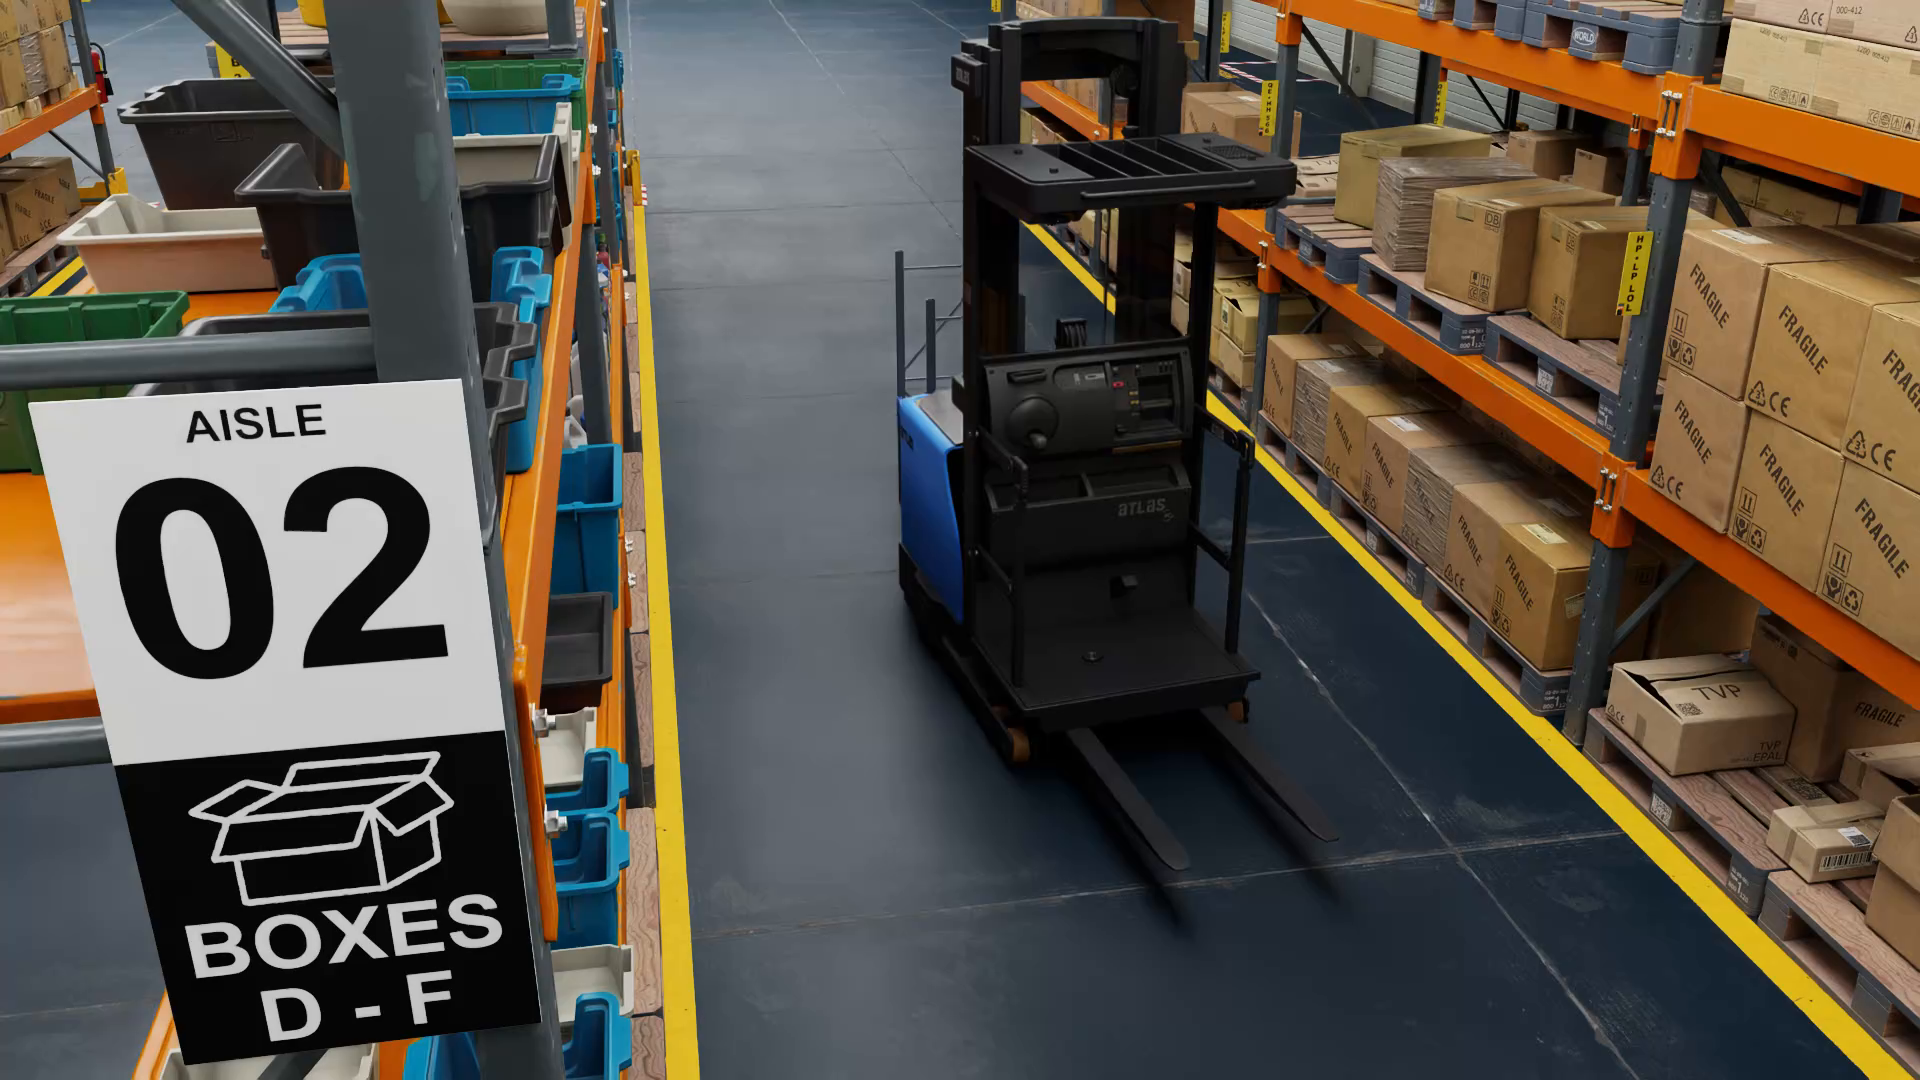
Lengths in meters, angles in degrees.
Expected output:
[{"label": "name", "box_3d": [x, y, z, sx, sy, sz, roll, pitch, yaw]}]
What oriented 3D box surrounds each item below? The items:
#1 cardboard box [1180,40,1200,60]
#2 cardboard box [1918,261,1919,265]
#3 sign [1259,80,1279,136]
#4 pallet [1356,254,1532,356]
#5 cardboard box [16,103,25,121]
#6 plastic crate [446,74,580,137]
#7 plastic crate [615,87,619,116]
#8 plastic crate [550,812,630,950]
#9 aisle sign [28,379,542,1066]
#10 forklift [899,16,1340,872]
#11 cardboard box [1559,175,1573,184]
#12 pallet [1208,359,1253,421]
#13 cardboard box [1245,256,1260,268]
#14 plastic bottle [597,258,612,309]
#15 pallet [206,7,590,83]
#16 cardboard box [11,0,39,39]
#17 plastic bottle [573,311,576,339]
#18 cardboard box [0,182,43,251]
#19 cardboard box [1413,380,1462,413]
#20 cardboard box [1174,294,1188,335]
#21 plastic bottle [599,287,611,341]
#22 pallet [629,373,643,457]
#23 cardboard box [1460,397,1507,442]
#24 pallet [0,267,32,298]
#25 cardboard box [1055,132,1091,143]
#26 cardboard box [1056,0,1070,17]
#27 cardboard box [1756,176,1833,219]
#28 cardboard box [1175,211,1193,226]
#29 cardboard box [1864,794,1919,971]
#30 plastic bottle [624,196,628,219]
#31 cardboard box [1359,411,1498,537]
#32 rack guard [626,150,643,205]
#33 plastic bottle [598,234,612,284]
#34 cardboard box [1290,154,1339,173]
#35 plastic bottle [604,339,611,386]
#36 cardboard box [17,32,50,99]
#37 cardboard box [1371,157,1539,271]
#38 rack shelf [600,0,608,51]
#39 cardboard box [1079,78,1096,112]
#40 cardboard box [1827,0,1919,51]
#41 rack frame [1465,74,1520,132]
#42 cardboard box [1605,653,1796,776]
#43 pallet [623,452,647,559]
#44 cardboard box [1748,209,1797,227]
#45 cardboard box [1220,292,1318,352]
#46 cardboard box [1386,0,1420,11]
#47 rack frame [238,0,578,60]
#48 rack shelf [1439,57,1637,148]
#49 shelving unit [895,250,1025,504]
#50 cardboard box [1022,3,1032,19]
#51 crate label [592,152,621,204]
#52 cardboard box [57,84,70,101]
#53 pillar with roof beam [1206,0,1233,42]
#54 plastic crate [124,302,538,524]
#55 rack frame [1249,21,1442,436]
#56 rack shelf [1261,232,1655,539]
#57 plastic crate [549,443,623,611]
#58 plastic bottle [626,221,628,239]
[{"label": "cardboard box", "box_3d": [1.802, -4.145, 14.059, 0.380, 0.149, 0.250, -4, 24, -10]}, {"label": "cardboard box", "box_3d": [3.586, -0.659, 5.636, 0.500, 0.500, 0.500, -5, 24, -11]}, {"label": "sign", "box_3d": [1.856, -2.597, 10.002, 0.100, 0.325, 0.005, -4, 24, -10]}, {"label": "pallet", "box_3d": [2.765, -1.256, 8.619, 1.003, 0.211, 1.213, -4, 24, -10]}, {"label": "cardboard box", "box_3d": [-8.200, -3.626, 14.119, 0.380, 0.149, 0.250, -4, 24, -10]}, {"label": "plastic crate", "box_3d": [-1.246, -1.134, 4.560, 0.416, 0.233, 0.300, -4, 24, -10]}, {"label": "plastic crate", "box_3d": [-3.181, -3.775, 14.410, 0.450, 0.188, 0.662, -4, 24, -10]}, {"label": "plastic crate", "box_3d": [-0.954, 0.813, 3.776, 0.416, 0.233, 0.300, -4, 24, -10]}, {"label": "aisle sign", "box_3d": [-0.683, 0.218, 1.755, 0.394, 0.787, 0.004, -4, 24, -10]}, {"label": "forklift", "box_3d": [0.626, -0.569, 6.890, 1.130, 2.935, 3.031, -7, 25, -16]}, {"label": "cardboard box", "box_3d": [6.253, -3.576, 16.703, 0.380, 0.149, 0.250, -6, 24, -14]}, {"label": "pallet", "box_3d": [2.287, -1.158, 11.637, 1.003, 0.211, 1.213, -4, 24, -10]}, {"label": "cardboard box", "box_3d": [2.395, -1.933, 12.138, 0.500, 0.311, 0.500, -5, 24, -11]}, {"label": "plastic bottle", "box_3d": [-1.891, -1.343, 8.739, 0.097, 0.271, 0.097, 0, 24, 0]}, {"label": "pallet", "box_3d": [-1.969, -1.760, 6.020, 1.213, 0.211, 1.003, -4, 24, -10]}, {"label": "cardboard box", "box_3d": [-8.282, -4.573, 14.227, 0.500, 0.500, 0.500, -4, 24, -10]}, {"label": "plastic bottle", "box_3d": [-1.870, -1.030, 8.006, 0.061, 0.283, 0.133, -4, 24, -10]}, {"label": "cardboard box", "box_3d": [-8.474, -2.844, 14.612, 0.500, 0.500, 0.500, -2, 24, -5]}, {"label": "cardboard box", "box_3d": [2.900, -0.611, 9.475, 0.500, 0.500, 0.500, -5, 24, -12]}, {"label": "cardboard box", "box_3d": [1.875, -1.631, 12.147, 0.500, 0.250, 0.500, -4, 24, -9]}, {"label": "plastic bottle", "box_3d": [-1.762, -1.113, 8.197, 0.061, 0.283, 0.133, -4, 24, -10]}, {"label": "pallet", "box_3d": [-2.573, -0.774, 10.757, 1.003, 0.211, 1.213, -4, 24, -10]}, {"label": "cardboard box", "box_3d": [3.013, -0.734, 8.820, 0.500, 0.250, 0.500, -5, 24, -11]}, {"label": "pallet", "box_3d": [-8.234, -1.934, 13.415, 1.003, 0.211, 1.213, -4, 24, -10]}, {"label": "cardboard box", "box_3d": [1.184, -3.519, 15.532, 0.500, 0.500, 0.500, -4, 24, -10]}, {"label": "cardboard box", "box_3d": [1.295, -5.089, 15.408, 0.700, 0.500, 0.500, -4, 24, -10]}, {"label": "cardboard box", "box_3d": [6.866, -2.785, 13.514, 0.500, 0.250, 0.500, -5, 24, -11]}, {"label": "cardboard box", "box_3d": [1.581, -2.493, 13.421, 0.500, 0.311, 0.500, -5, 24, -10]}, {"label": "cardboard box", "box_3d": [3.493, 1.145, 5.449, 0.797, 0.503, 0.637, -4, 24, -10]}, {"label": "plastic bottle", "box_3d": [-3.137, -3.113, 15.474, 0.061, 0.283, 0.133, -4, 24, -8]}, {"label": "cardboard box", "box_3d": [2.496, -0.357, 8.893, 0.500, 0.500, 0.500, -5, 24, -12]}, {"label": "rack guard", "box_3d": [-3.886, -3.719, 17.140, 1.175, 0.500, 0.348, -4, 24, -10]}, {"label": "plastic bottle", "box_3d": [-1.973, -1.563, 9.226, 0.061, 0.283, 0.133, -4, 24, -10]}, {"label": "cardboard box", "box_3d": [2.426, -2.434, 11.187, 0.500, 0.311, 0.500, -5, 24, -10]}, {"label": "plastic bottle", "box_3d": [-1.648, -0.825, 7.552, 0.097, 0.271, 0.097, 0, 24, 0]}, {"label": "cardboard box", "box_3d": [-8.479, -4.100, 14.394, 0.875, 0.500, 0.500, -4, 24, -10]}, {"label": "cardboard box", "box_3d": [2.610, -1.734, 8.823, 0.700, 0.500, 0.500, 0, 24, 0]}, {"label": "rack shelf", "box_3d": [-2.837, -3.575, 10.840, 1.077, 0.370, 4.000, -4, 24, -10]}, {"label": "cardboard box", "box_3d": [1.469, -4.109, 14.786, 0.700, 0.500, 0.500, -5, 24, -10]}, {"label": "cardboard box", "box_3d": [3.081, -1.664, 5.128, 0.500, 0.250, 0.500, -4, 24, -10]}, {"label": "rack frame", "box_3d": [5.789, -5.624, 18.379, 1.000, 3.000, 0.127, -4, 24, -10]}, {"label": "cardboard box", "box_3d": [3.006, 0.676, 6.764, 0.500, 0.311, 0.500, -4, 24, -10]}, {"label": "pallet", "box_3d": [-2.281, -0.159, 9.350, 1.003, 0.211, 1.213, -4, 24, -10]}, {"label": "cardboard box", "box_3d": [6.881, -2.415, 13.605, 0.700, 0.500, 0.500, -4, 24, -9]}, {"label": "cardboard box", "box_3d": [2.062, -1.486, 11.115, 0.500, 0.311, 0.500, -4, 24, -8]}, {"label": "cardboard box", "box_3d": [2.705, -2.955, 8.396, 0.910, 0.500, 0.500, -4, 24, -10]}, {"label": "rack frame", "box_3d": [-1.728, -2.920, 4.692, 1.000, 3.000, 0.127, -4, 24, -10]}, {"label": "rack shelf", "box_3d": [6.159, -4.507, 16.722, 1.077, 0.370, 4.000, -4, 24, -10]}, {"label": "shelving unit", "box_3d": [-0.016, -0.721, 9.027, 0.538, 1.500, 1.048, -4, 24, -10]}, {"label": "cardboard box", "box_3d": [0.834, -5.325, 16.759, 0.380, 0.149, 0.250, -5, 24, -11]}, {"label": "crate label", "box_3d": [-2.385, -2.171, 10.429, 0.502, 0.435, 0.616, -4, 24, -10]}, {"label": "cardboard box", "box_3d": [-8.416, -4.119, 15.248, 0.380, 0.149, 0.250, -4, 24, -10]}, {"label": "pillar with roof beam", "box_3d": [0.319, -12.563, 26.772, 9.100, 9.000, 0.400, -4, 24, -10]}, {"label": "plastic crate", "box_3d": [-0.785, -0.084, 2.110, 0.497, 0.269, 0.590, -4, 24, -10]}, {"label": "rack frame", "box_3d": [2.401, -2.109, 10.331, 1.000, 3.000, 0.127, -4, 24, -10]}, {"label": "rack shelf", "box_3d": [2.771, -0.993, 8.674, 1.077, 0.370, 4.000, -4, 24, -10]}, {"label": "plastic crate", "box_3d": [-1.306, -0.032, 5.521, 0.392, 0.384, 0.575, -4, 24, -10]}, {"label": "plastic bottle", "box_3d": [-2.973, -2.765, 14.676, 0.061, 0.283, 0.133, -3, 24, -7]}]
